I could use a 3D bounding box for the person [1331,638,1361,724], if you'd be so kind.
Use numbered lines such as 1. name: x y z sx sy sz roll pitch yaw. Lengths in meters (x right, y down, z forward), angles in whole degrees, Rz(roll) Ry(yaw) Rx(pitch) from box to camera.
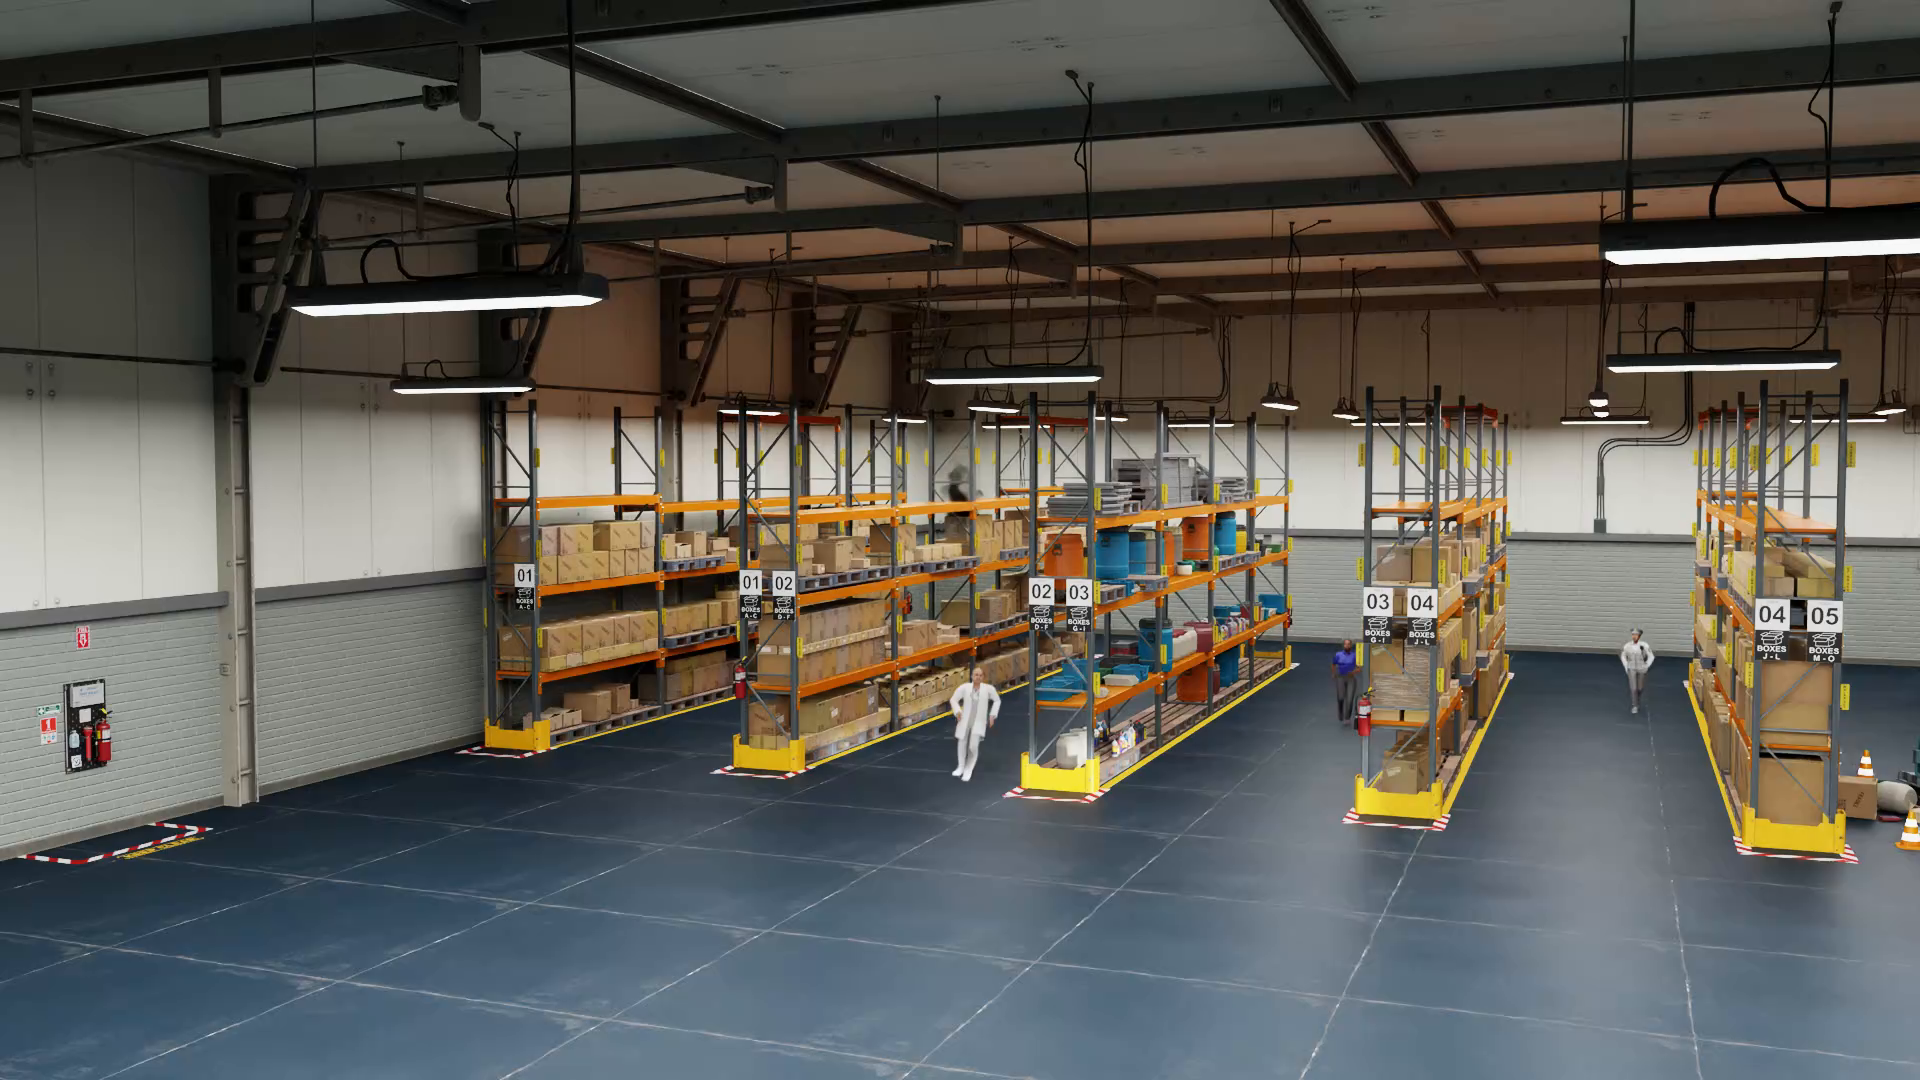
1. person: 7.220 2.656 31.126 0.561 1.618 0.570 1 3 14

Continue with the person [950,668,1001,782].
1. person: 0.220 2.872 25.831 0.775 1.775 0.674 0 3 9

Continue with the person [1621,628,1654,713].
1. person: 13.364 2.562 32.838 0.616 1.673 0.484 1 3 27
